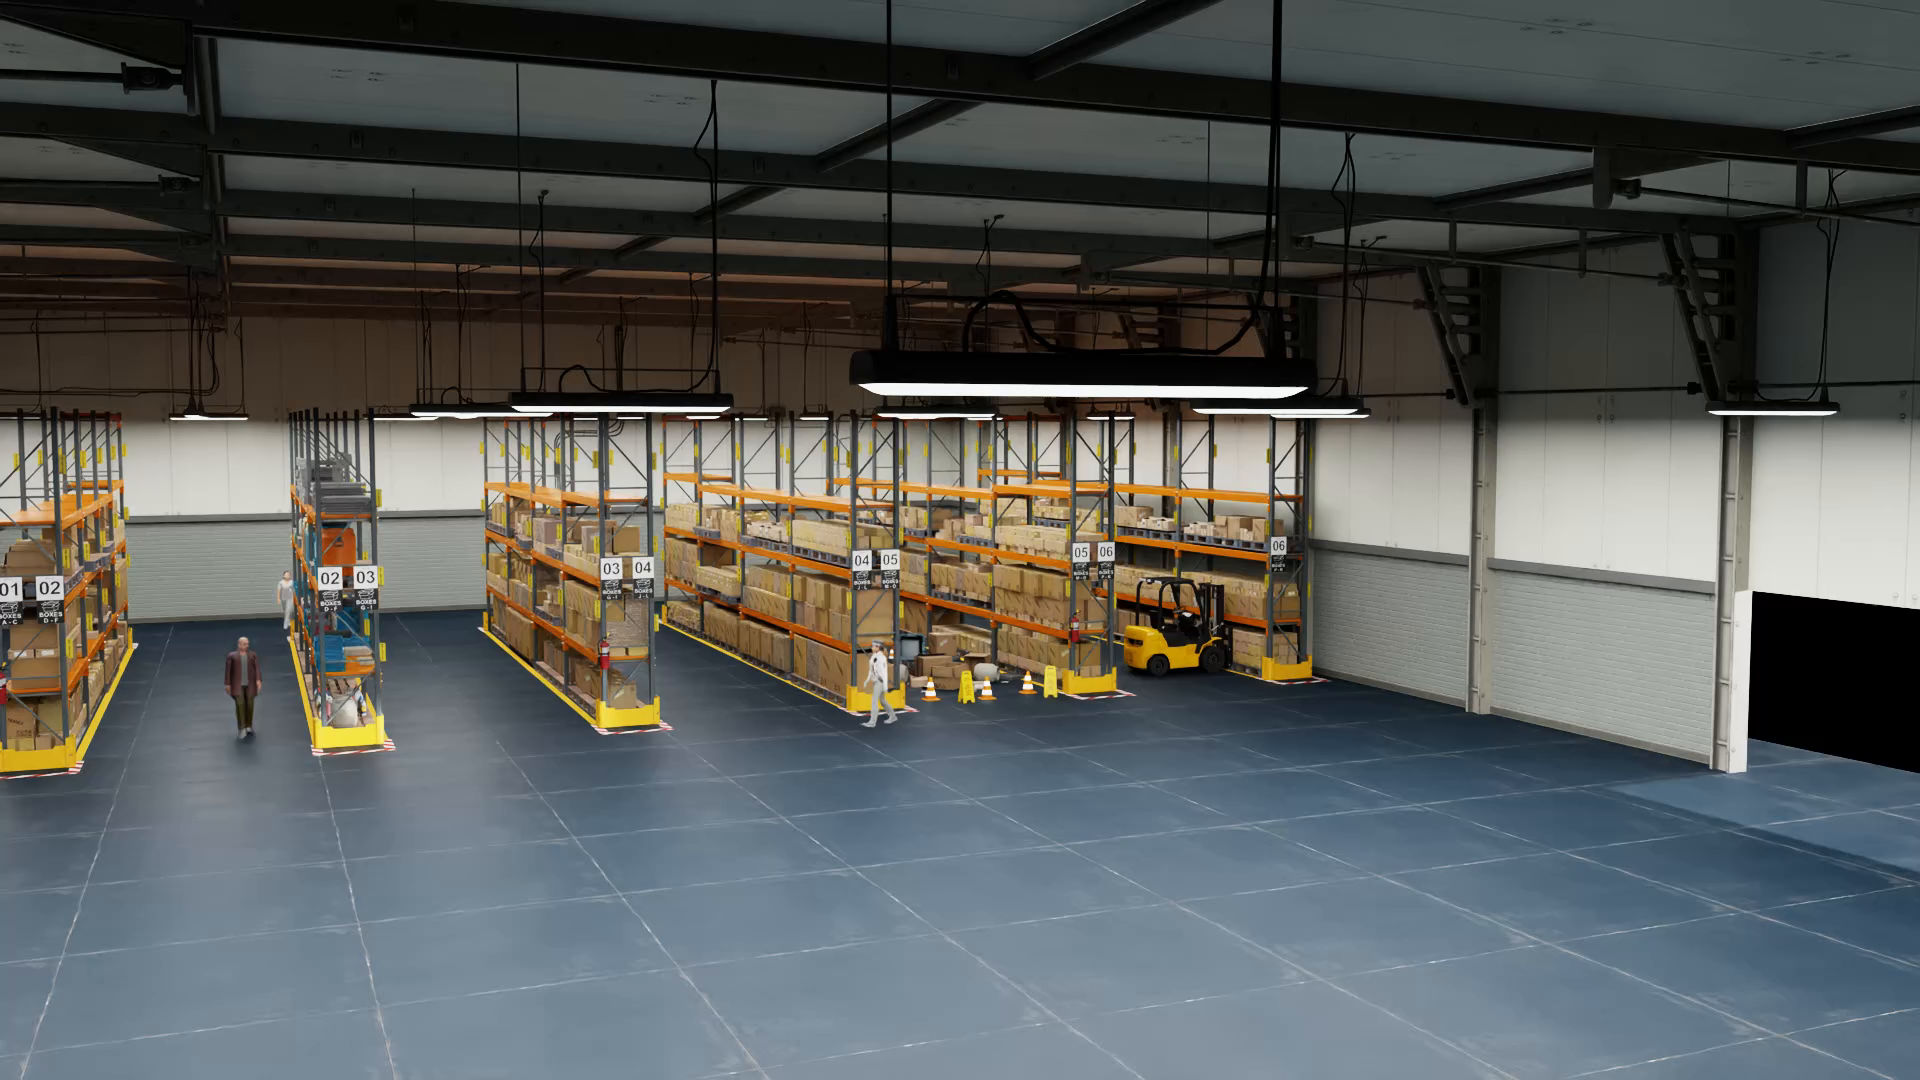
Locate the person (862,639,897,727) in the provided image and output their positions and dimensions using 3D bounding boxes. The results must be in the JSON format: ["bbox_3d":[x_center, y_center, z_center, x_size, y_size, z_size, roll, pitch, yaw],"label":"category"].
[{"bbox_3d":[-1.525,2.694,31.468,0.783,1.664,0.488,-2,4,-23],"label":"person"}]

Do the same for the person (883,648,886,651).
[{"bbox_3d":[-1.923,2.009,40.183,0.605,1.782,0.440,-2,4,-24],"label":"person"}]

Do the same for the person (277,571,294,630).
[{"bbox_3d":[-18.783,1.661,46.335,0.414,1.612,1.081,0,4,-4],"label":"person"}]

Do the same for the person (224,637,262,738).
[{"bbox_3d":[-13.144,2.707,30.596,0.608,1.803,0.733,-3,5,-40],"label":"person"}]
